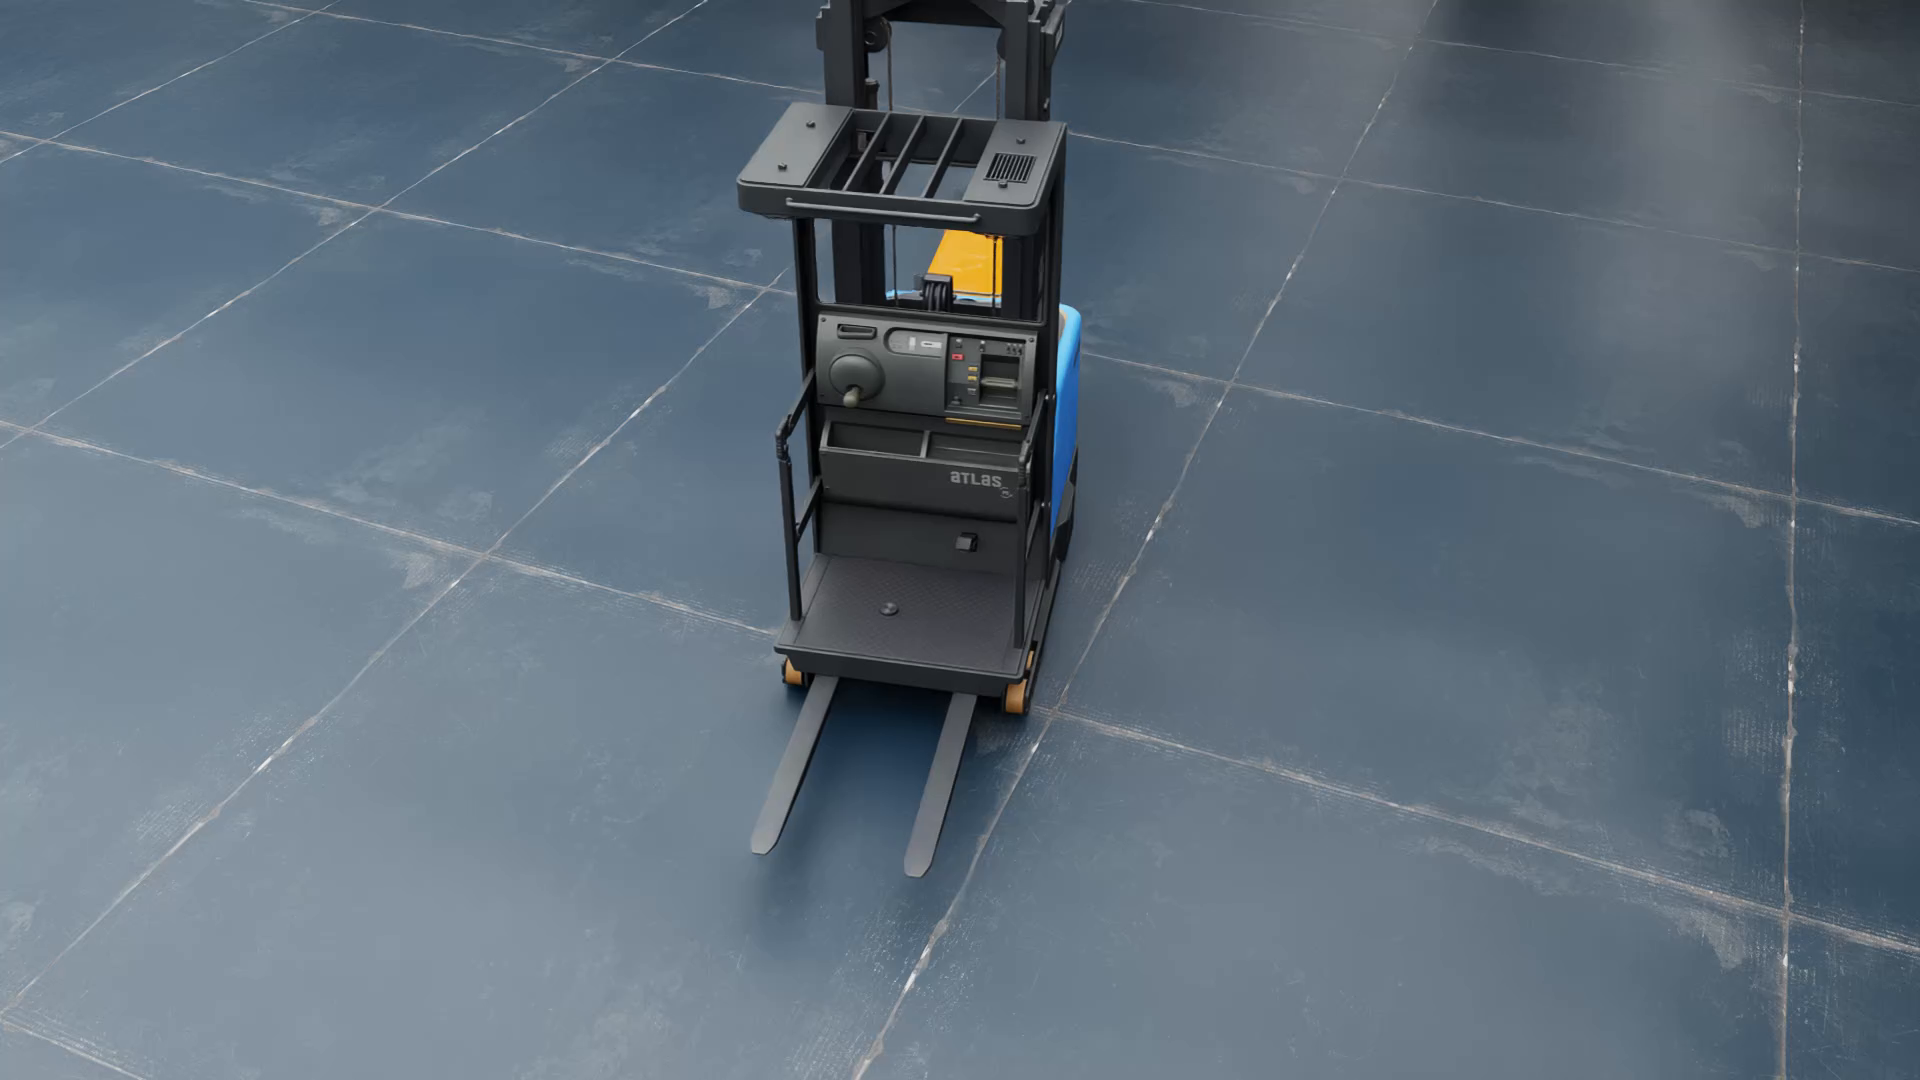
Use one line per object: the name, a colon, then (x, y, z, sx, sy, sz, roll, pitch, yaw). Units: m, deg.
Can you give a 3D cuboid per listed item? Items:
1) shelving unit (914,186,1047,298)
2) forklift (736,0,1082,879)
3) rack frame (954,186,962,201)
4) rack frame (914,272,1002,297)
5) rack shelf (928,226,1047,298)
shelving unit: (0.117, -1.142, 8.940, 0.538, 1.125, 1.048, 7, 37, 9)
forklift: (-0.182, -0.648, 6.770, 1.130, 2.935, 3.031, 7, 37, 9)
rack frame: (0.214, -1.441, 9.340, 0.500, 1.125, 0.032, 7, 37, 9)
rack frame: (0.019, -0.844, 8.541, 0.500, 1.125, 0.032, 7, 37, 9)
rack shelf: (0.117, -1.377, 8.765, 0.538, 0.278, 1.000, 7, 37, 9)
